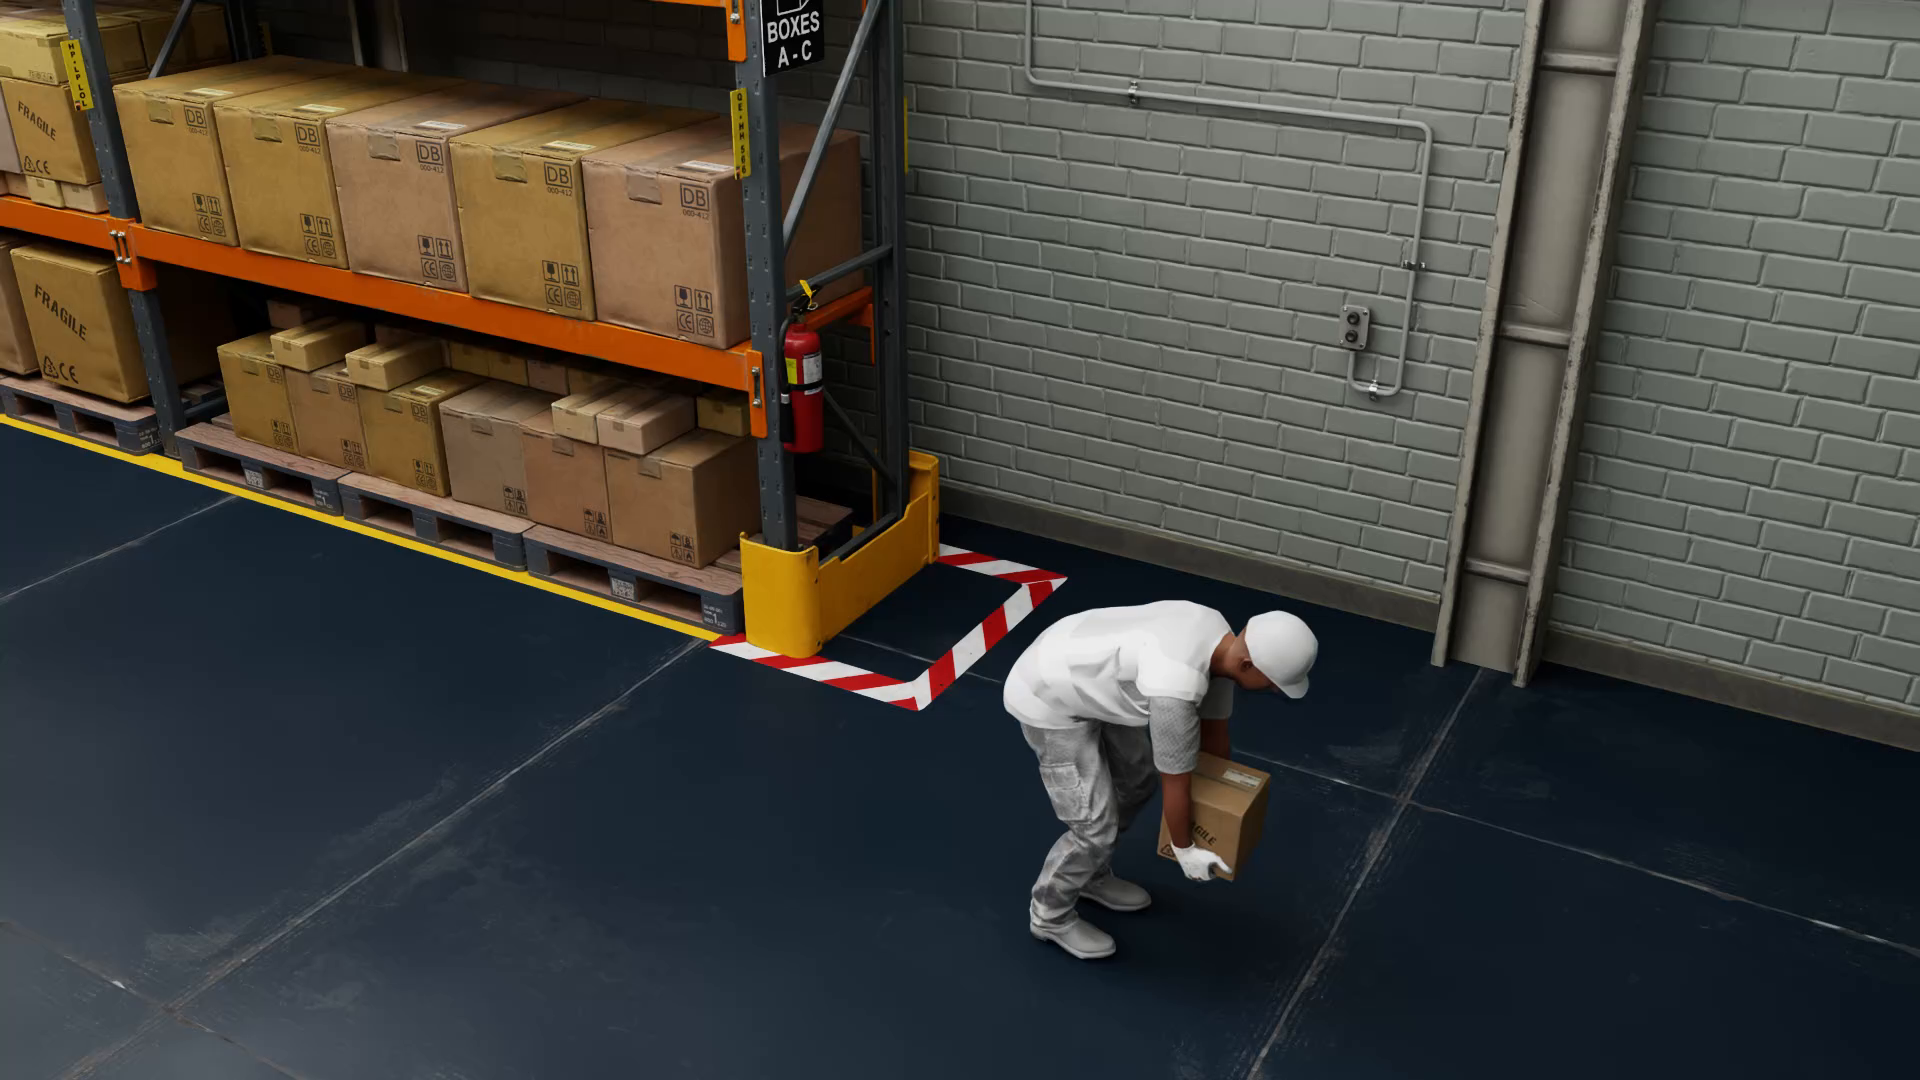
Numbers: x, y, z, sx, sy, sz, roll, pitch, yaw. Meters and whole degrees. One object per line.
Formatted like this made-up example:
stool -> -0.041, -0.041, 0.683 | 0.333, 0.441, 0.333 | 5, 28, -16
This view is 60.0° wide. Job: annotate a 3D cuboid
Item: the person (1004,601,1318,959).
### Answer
person -> 0.600, 0.720, 5.184 | 0.938, 1.293, 0.507 | 13, 29, 24
